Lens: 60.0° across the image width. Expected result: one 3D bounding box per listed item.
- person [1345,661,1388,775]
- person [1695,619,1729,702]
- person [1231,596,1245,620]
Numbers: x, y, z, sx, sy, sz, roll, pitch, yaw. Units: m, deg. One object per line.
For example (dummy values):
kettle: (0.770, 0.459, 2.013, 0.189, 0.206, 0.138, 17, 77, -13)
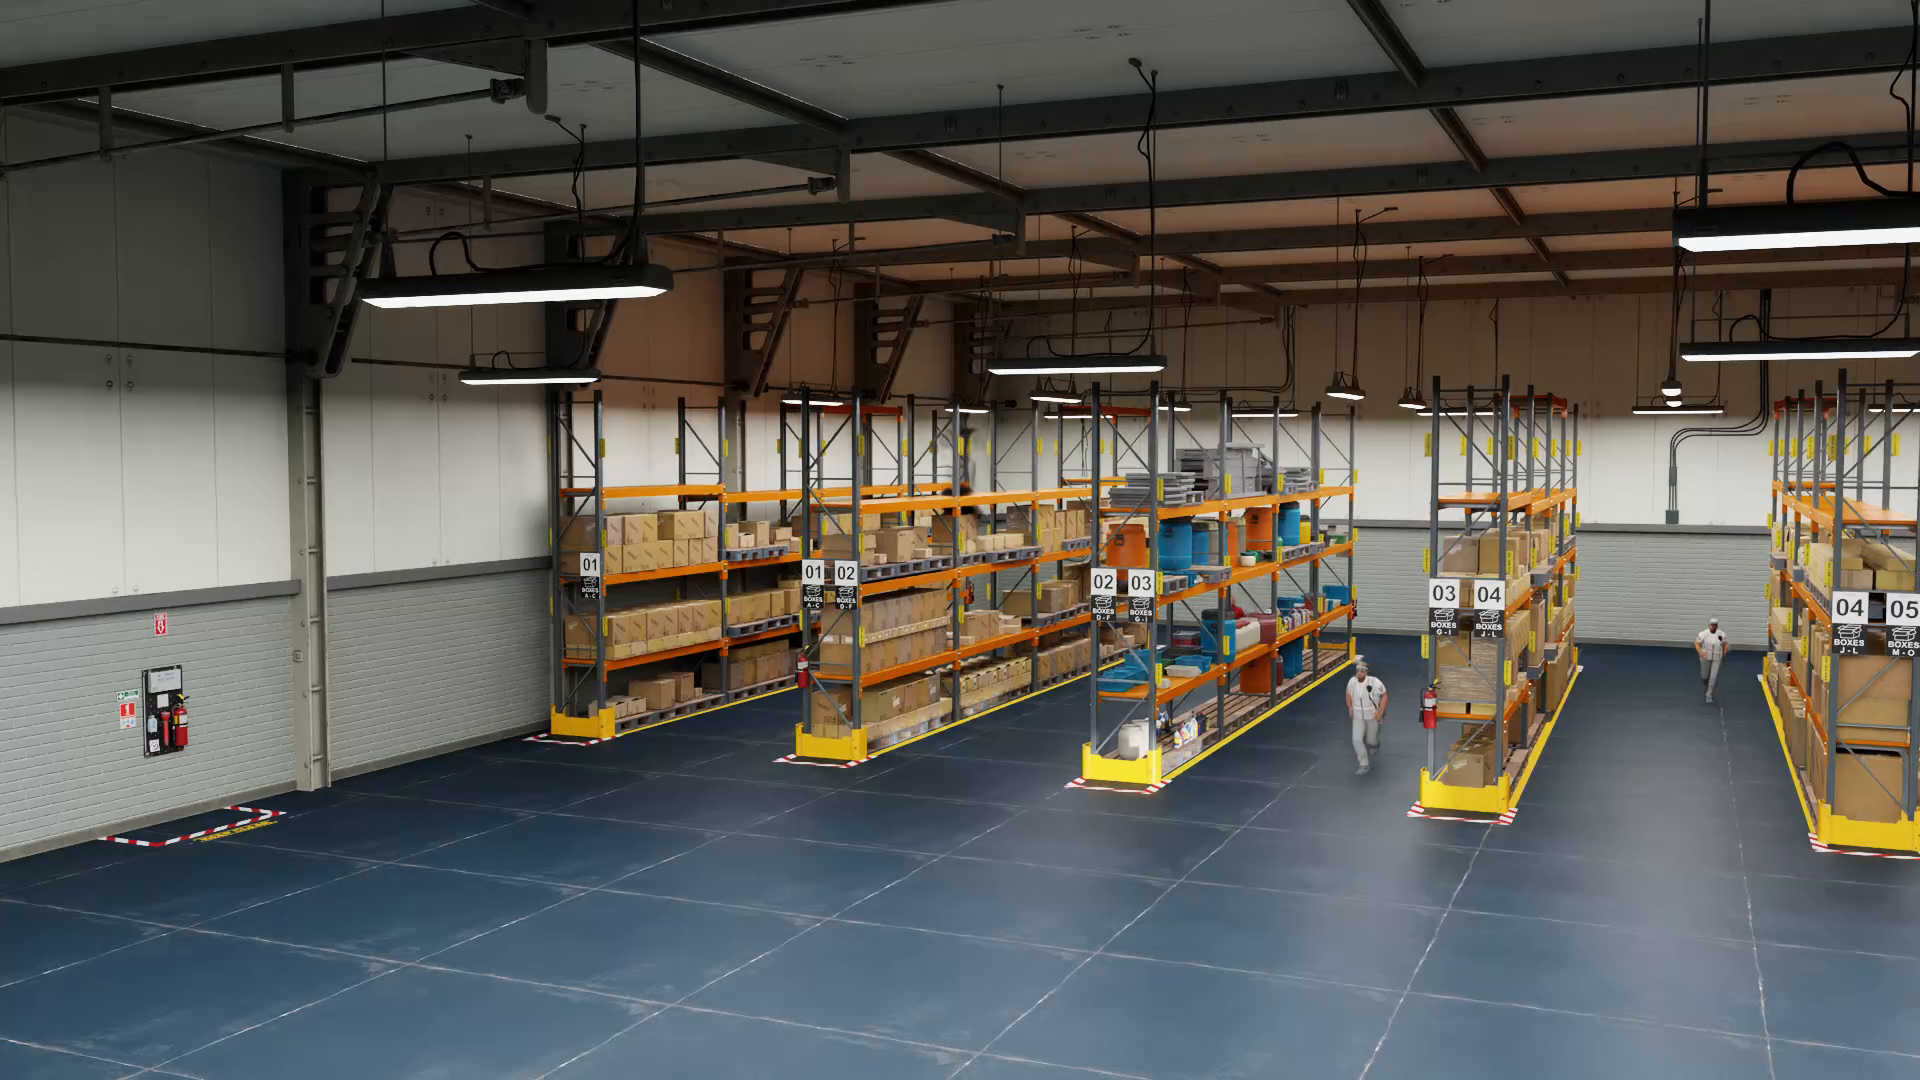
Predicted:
person: (6.320, 2.738, 25.848, 0.676, 1.765, 0.852, 2, 4, 30)
person: (14.942, 2.376, 33.055, 0.630, 1.650, 0.754, 1, 3, 20)
person: (6.152, 2.139, 37.775, 0.696, 1.619, 0.720, 1, 3, 23)
